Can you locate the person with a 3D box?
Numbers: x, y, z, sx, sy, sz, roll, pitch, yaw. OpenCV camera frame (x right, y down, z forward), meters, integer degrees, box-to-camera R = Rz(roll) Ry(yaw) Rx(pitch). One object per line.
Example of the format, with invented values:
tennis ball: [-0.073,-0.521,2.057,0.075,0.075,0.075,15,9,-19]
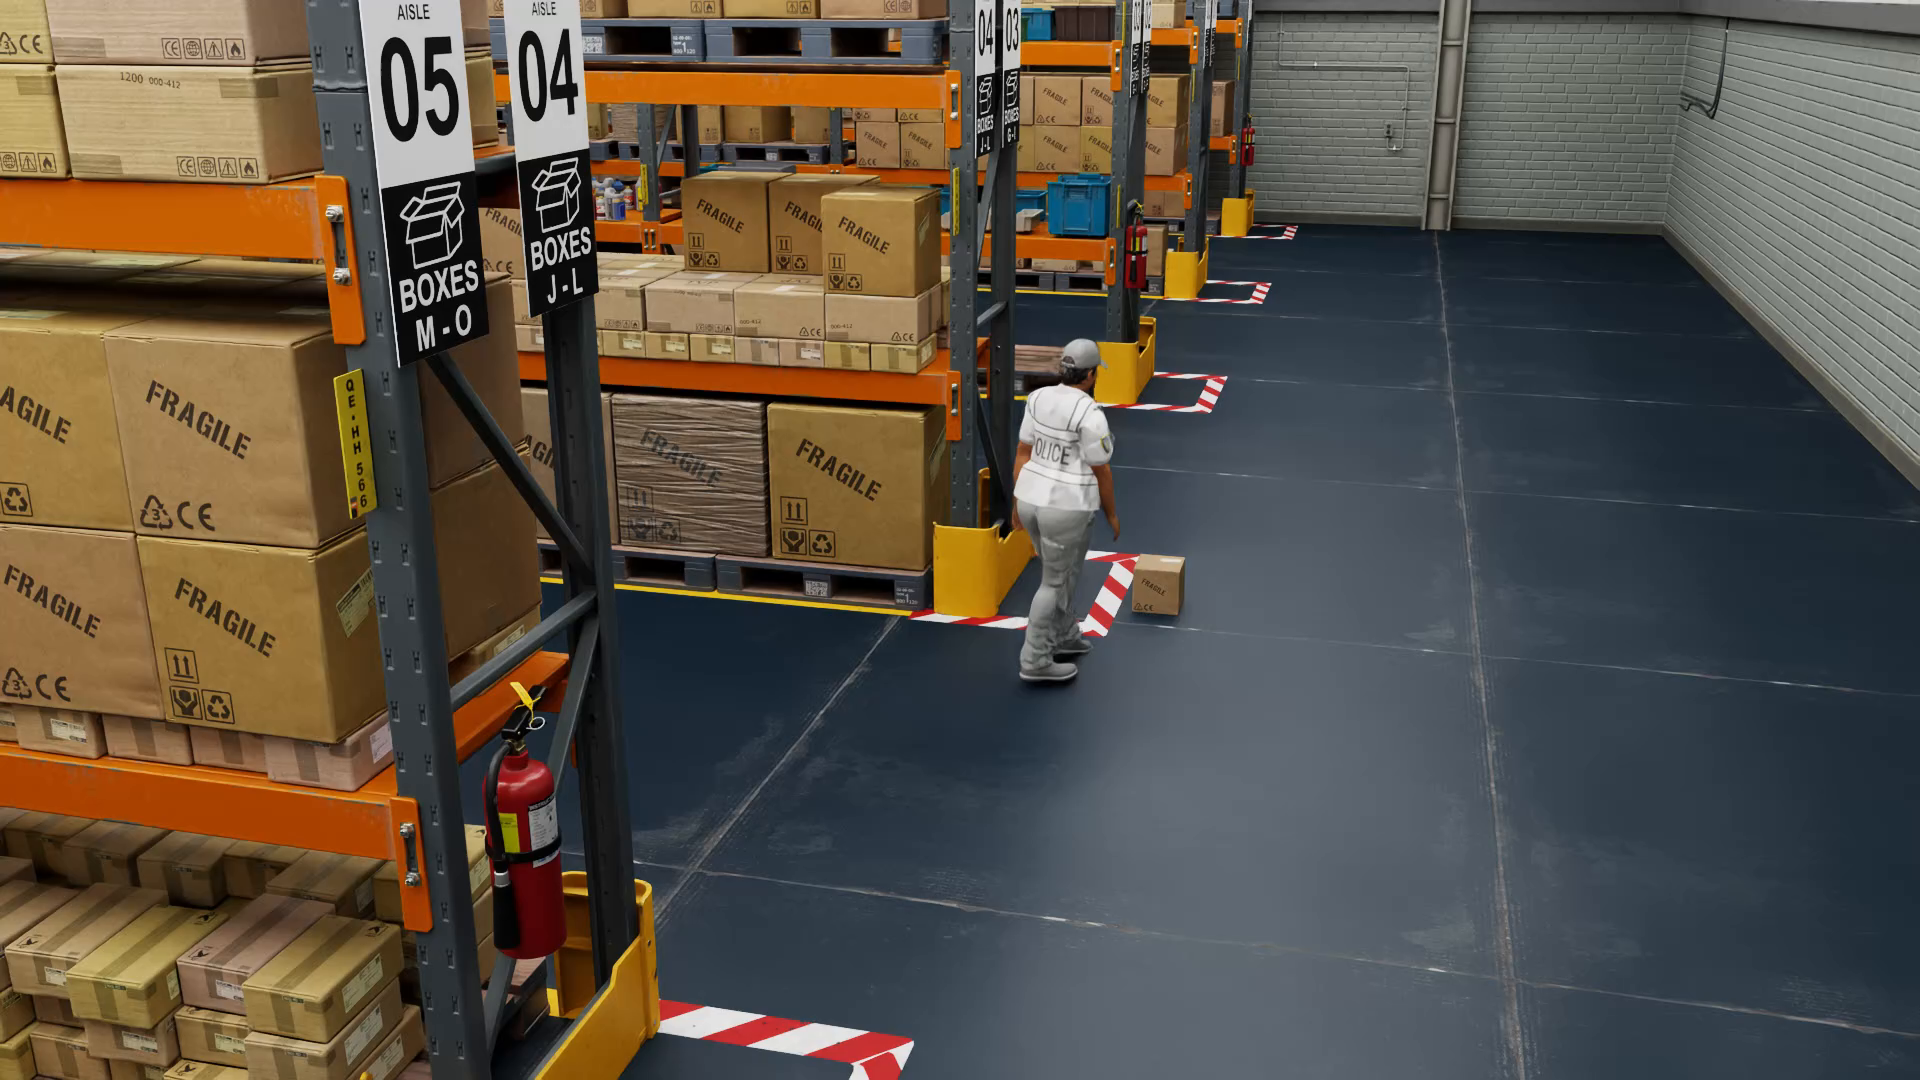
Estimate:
person: [0.557,-0.151,7.973,0.661,1.659,0.499,-12,22,-33]
